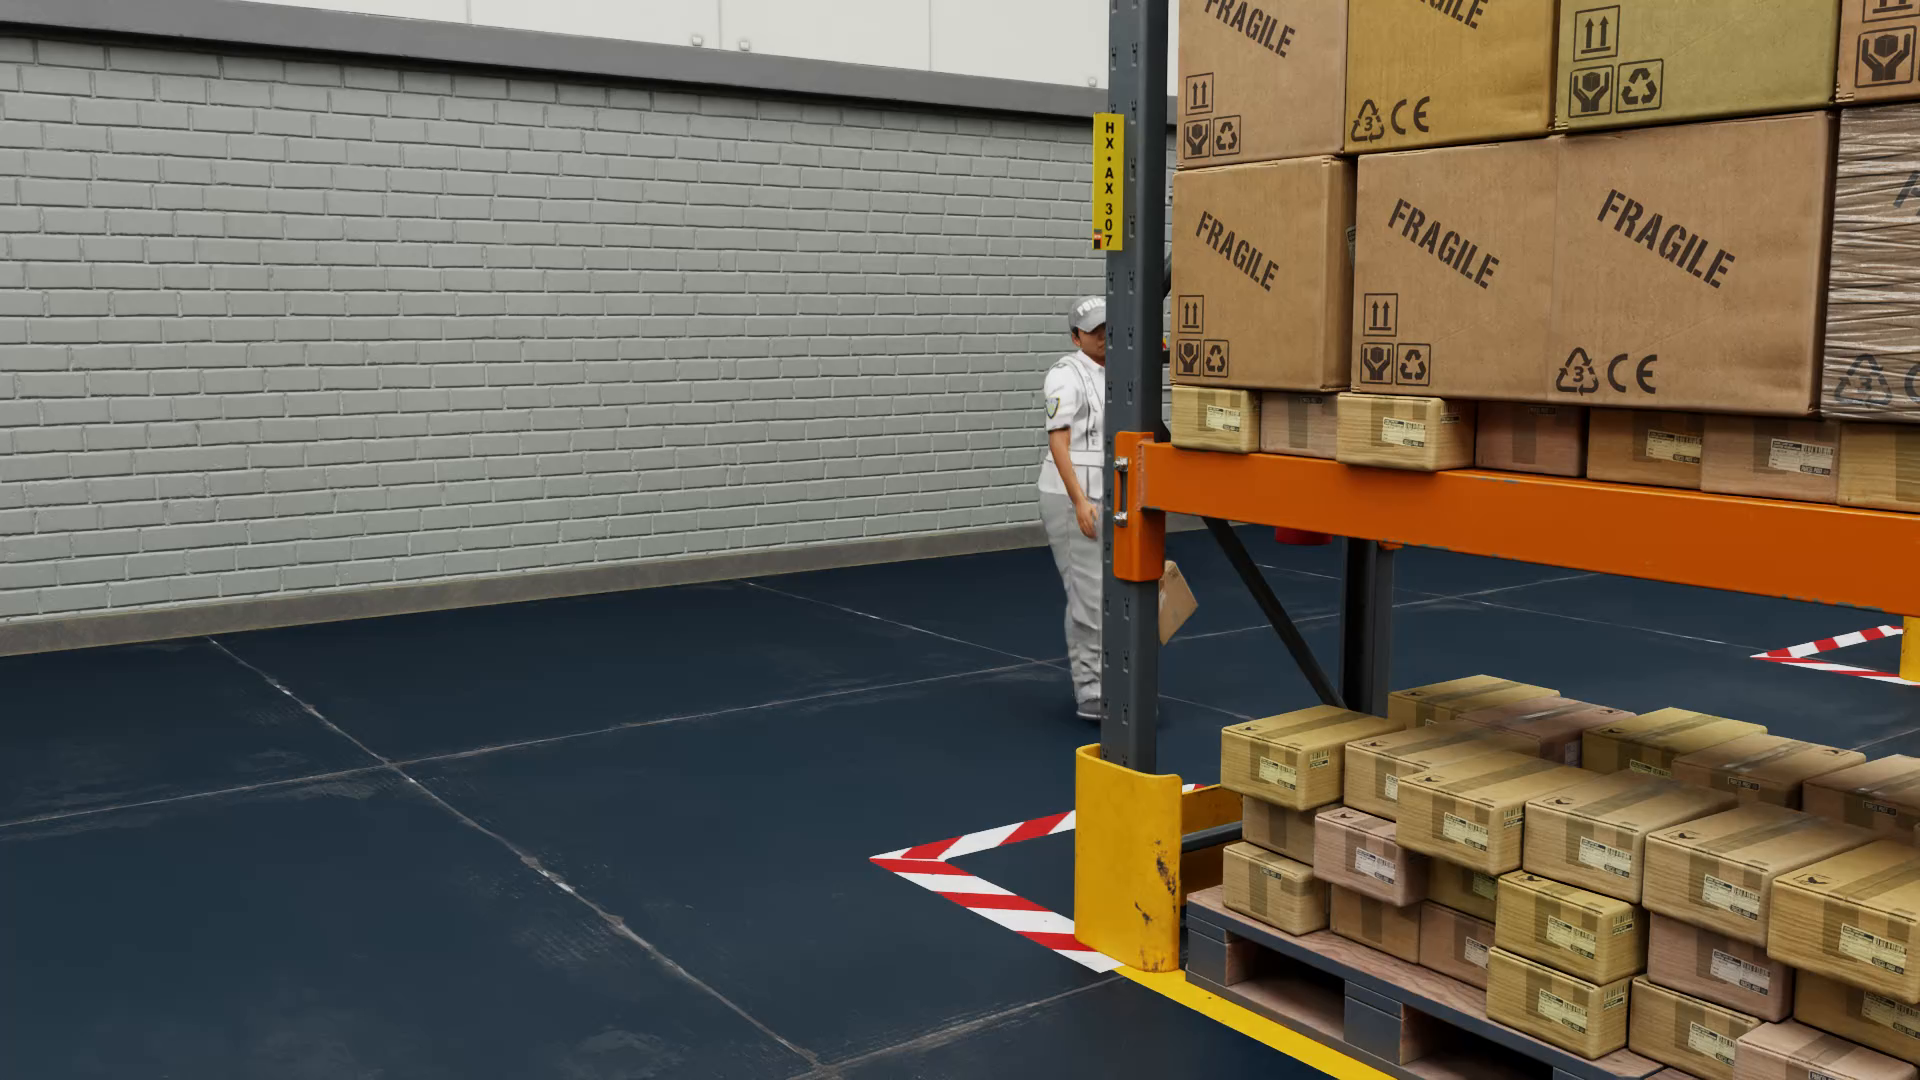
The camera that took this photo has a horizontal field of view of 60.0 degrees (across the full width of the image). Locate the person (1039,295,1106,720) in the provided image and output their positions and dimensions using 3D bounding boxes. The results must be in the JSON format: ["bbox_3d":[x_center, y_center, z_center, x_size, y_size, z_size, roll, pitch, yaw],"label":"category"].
[{"bbox_3d":[0.601,-0.127,6.585,0.534,1.670,0.520,7,11,42],"label":"person"}]
